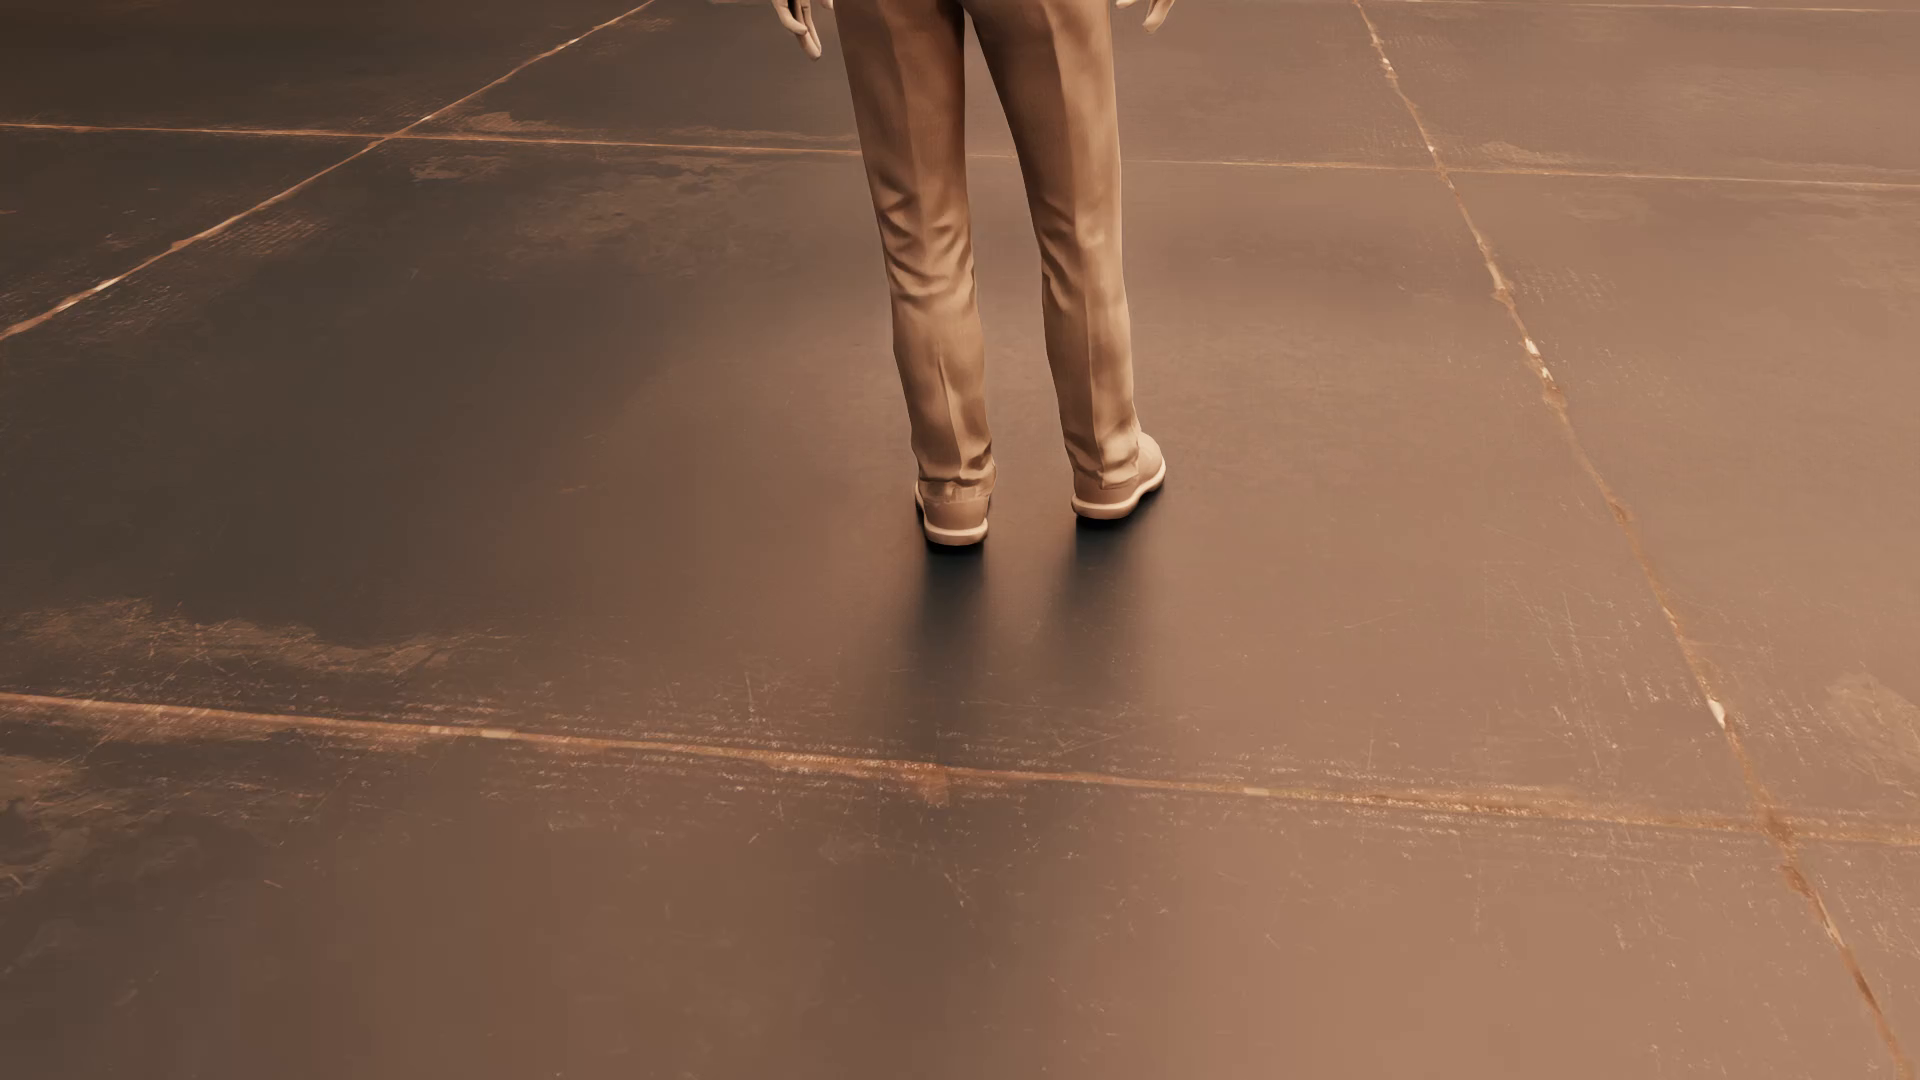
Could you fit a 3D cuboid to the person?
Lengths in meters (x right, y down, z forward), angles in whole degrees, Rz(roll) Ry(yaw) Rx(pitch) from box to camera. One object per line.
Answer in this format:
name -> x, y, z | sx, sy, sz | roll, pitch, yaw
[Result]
person -> 0.016, -0.795, 2.179 | 0.586, 1.694, 0.530 | 3, 27, 7
